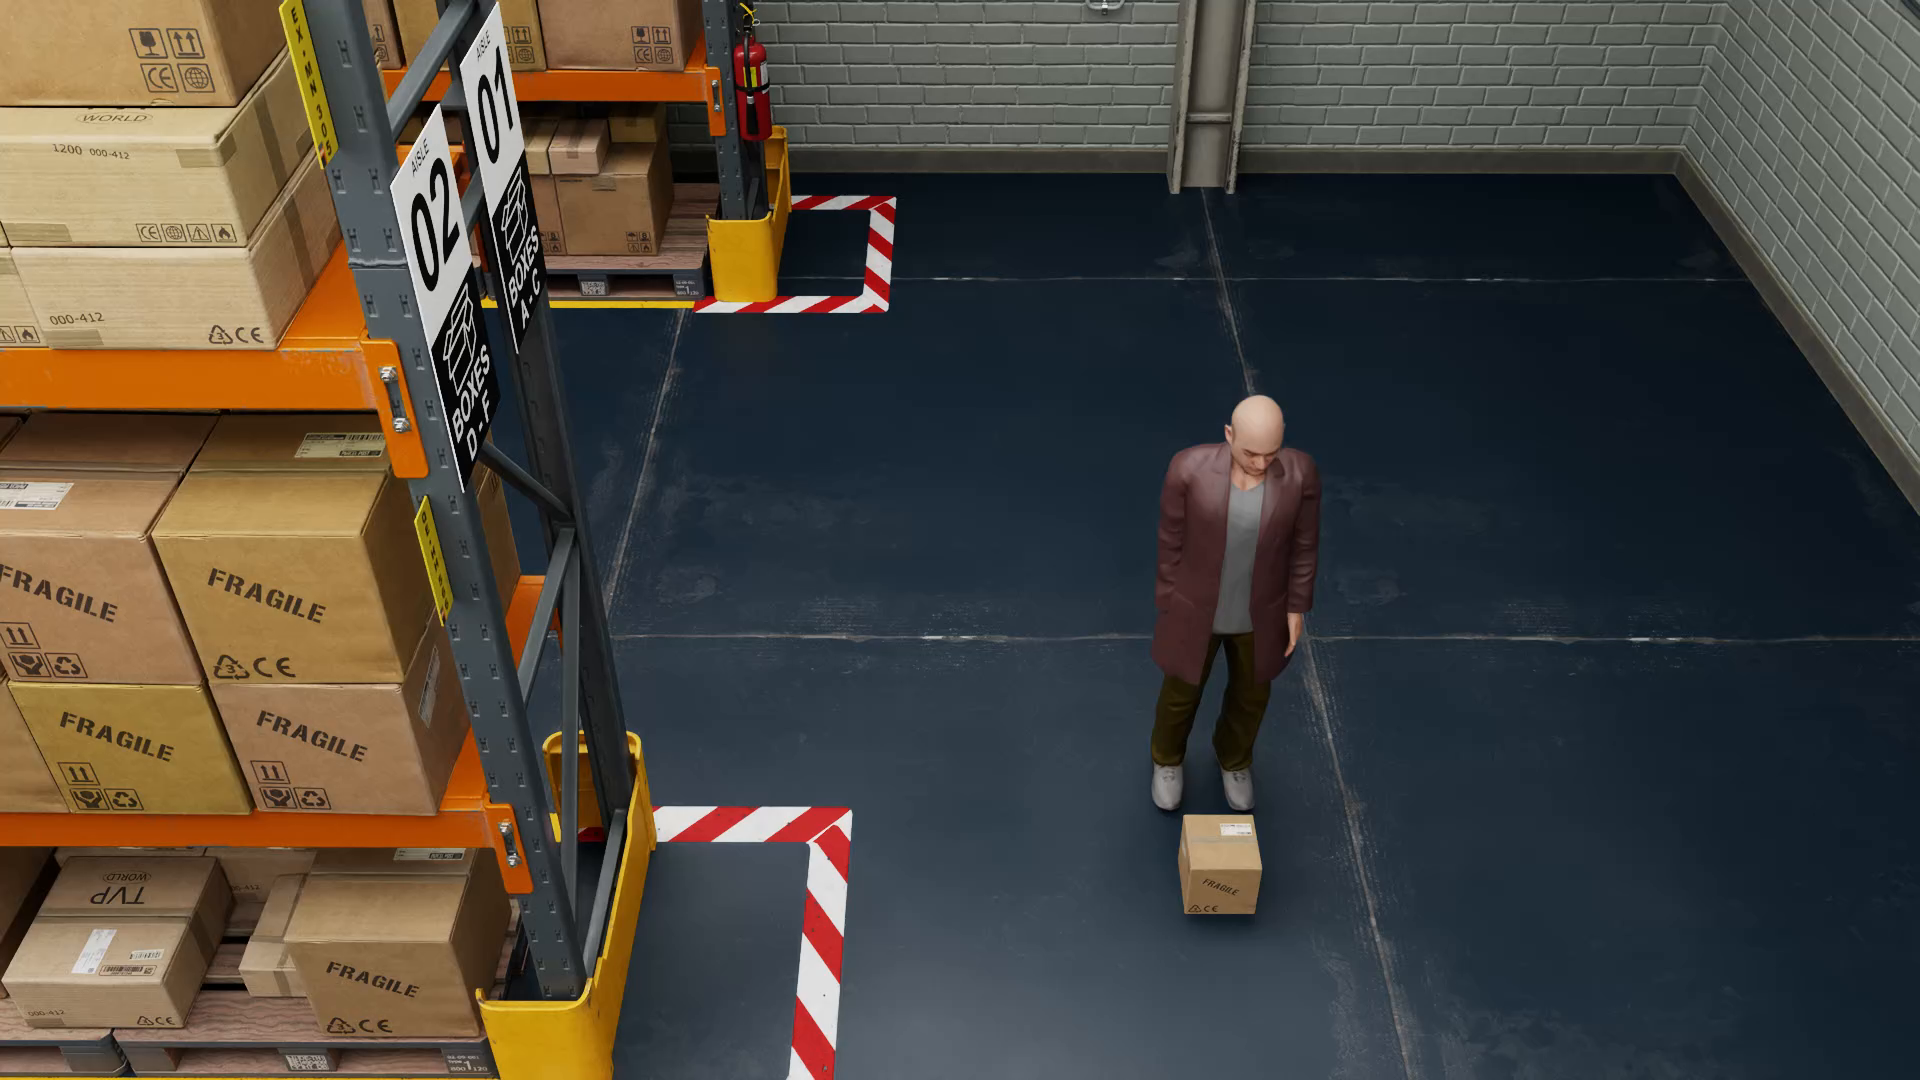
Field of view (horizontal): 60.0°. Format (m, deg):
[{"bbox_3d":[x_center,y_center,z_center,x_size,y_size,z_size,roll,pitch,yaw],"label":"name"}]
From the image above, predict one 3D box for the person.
[{"bbox_3d":[0.959,0.269,5.900,0.562,1.703,0.377,1,39,1],"label":"person"}]
